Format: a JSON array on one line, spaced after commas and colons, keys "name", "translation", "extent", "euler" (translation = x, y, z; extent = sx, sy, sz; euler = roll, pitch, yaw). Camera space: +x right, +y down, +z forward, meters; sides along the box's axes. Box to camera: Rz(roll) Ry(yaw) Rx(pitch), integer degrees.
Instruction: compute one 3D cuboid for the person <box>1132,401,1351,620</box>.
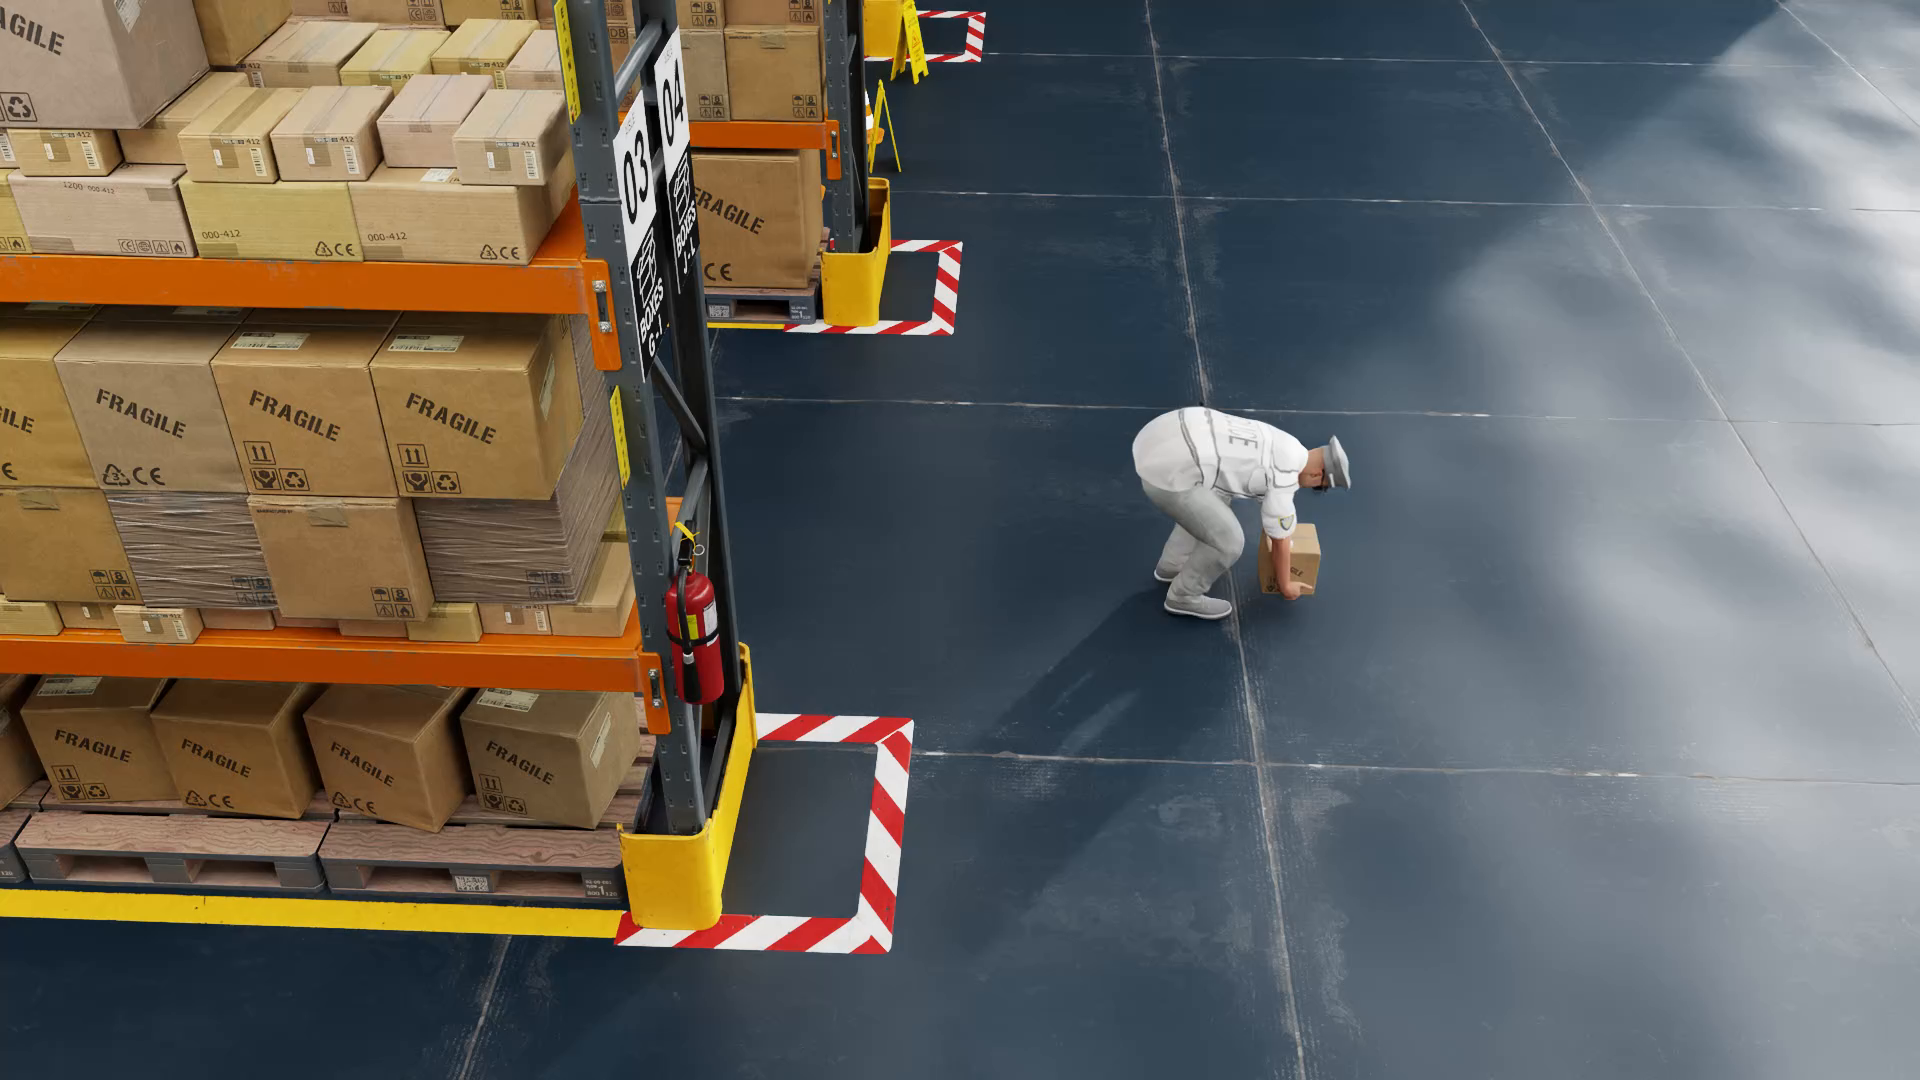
[{"name": "person", "translation": [1.326, -0.144, 7.936], "extent": [1.033, 1.032, 0.519], "euler": [0, 35, 0]}]
